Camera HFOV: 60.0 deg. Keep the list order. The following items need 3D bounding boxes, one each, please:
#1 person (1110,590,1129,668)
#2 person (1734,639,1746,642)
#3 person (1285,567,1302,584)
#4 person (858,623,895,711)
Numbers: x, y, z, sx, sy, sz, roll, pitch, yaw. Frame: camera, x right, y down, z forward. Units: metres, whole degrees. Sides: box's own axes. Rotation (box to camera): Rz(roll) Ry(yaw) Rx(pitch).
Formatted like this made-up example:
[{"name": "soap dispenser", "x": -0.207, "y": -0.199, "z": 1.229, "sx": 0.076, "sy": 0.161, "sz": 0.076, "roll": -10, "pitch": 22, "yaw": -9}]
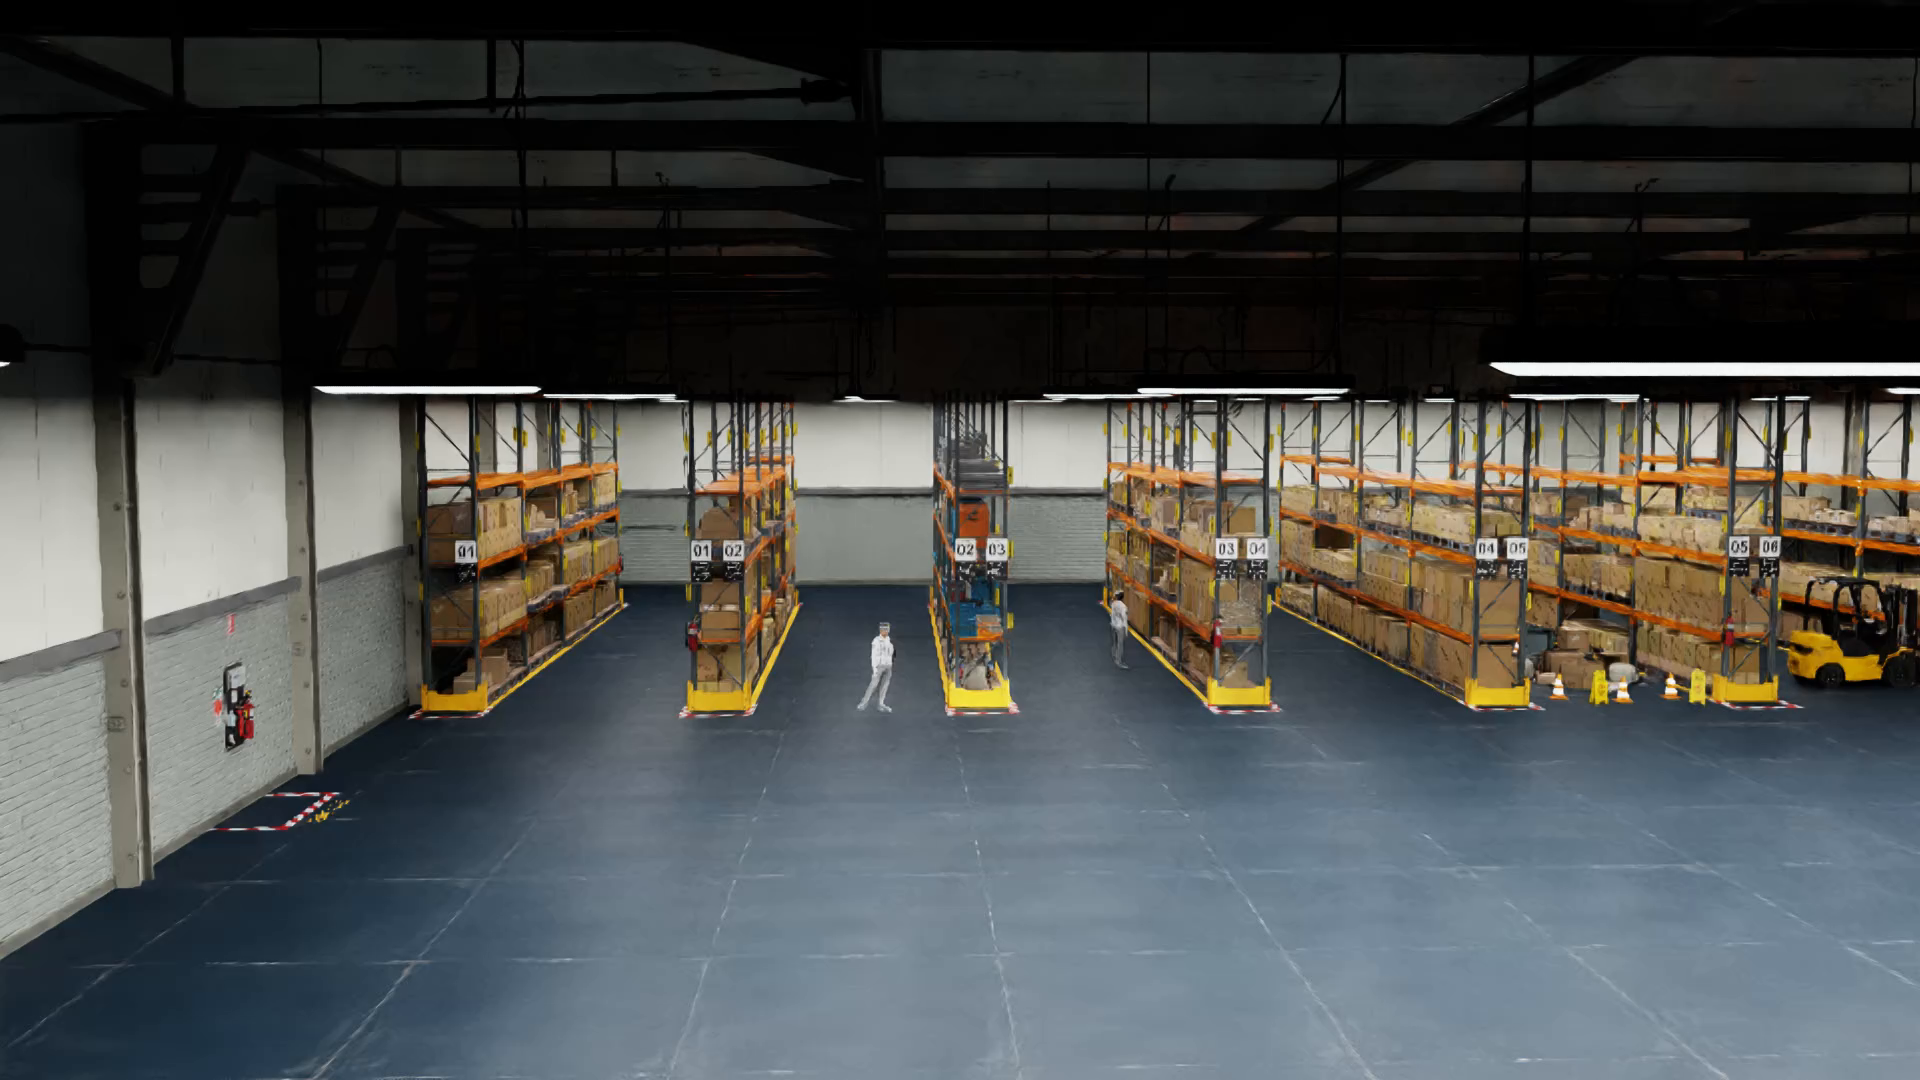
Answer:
[{"name": "person", "x": 3.494, "y": 1.924, "z": 36.188, "sx": 0.416, "sy": 1.677, "sz": 0.537, "roll": -3, "pitch": 6, "yaw": -34}, {"name": "person", "x": 18.384, "y": 1.704, "z": 39.443, "sx": 0.521, "sy": 1.581, "sz": 0.511, "roll": 2, "pitch": 5, "yaw": 20}, {"name": "person", "x": 10.402, "y": 0.644, "z": 51.806, "sx": 0.633, "sy": 1.736, "sz": 1.037, "roll": 2, "pitch": 5, "yaw": 20}, {"name": "person", "x": -1.561, "y": 2.365, "z": 31.043, "sx": 0.669, "sy": 1.663, "sz": 0.500, "roll": -4, "pitch": 6, "yaw": -43}]
